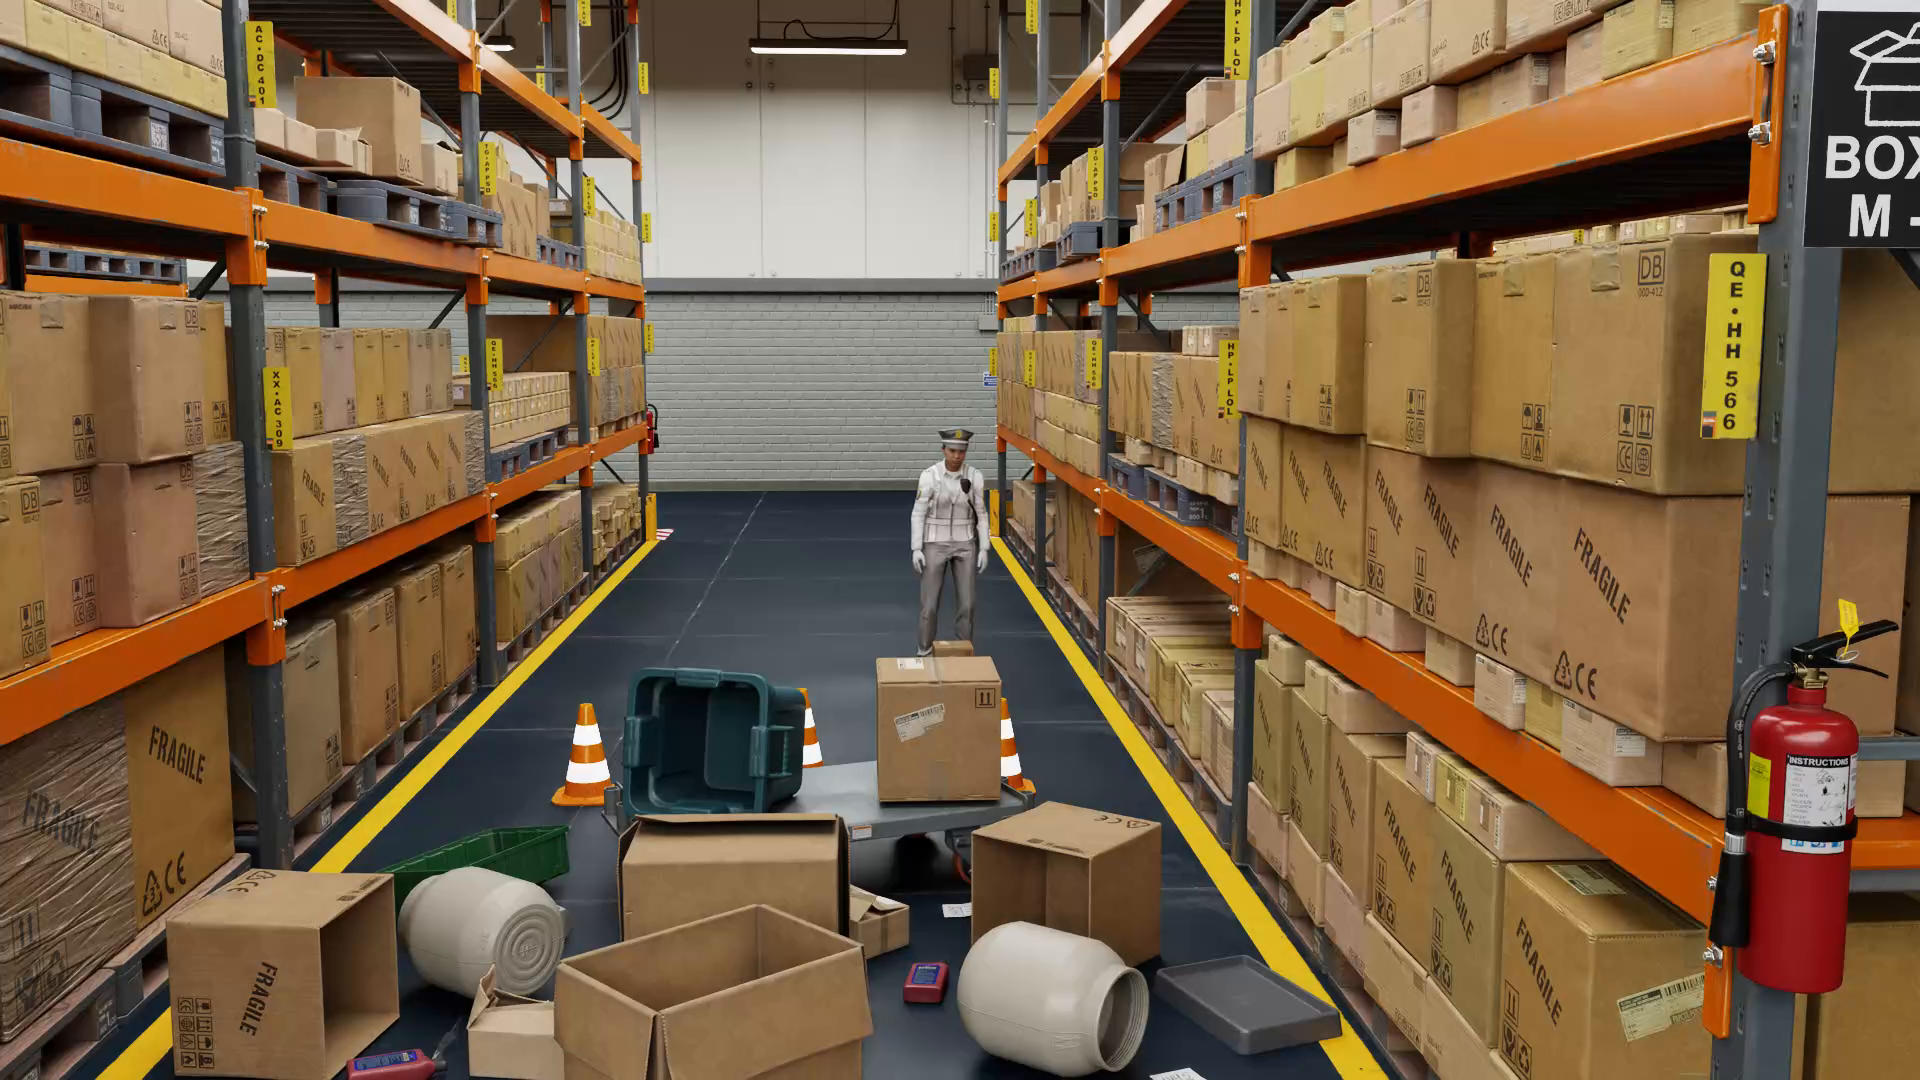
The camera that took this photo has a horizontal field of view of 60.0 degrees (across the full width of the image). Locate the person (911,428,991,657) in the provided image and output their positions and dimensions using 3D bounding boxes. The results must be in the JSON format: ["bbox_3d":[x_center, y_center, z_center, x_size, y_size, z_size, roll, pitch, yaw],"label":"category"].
[{"bbox_3d":[-0.064,0.080,11.090,0.542,1.662,0.375,-1,7,-7],"label":"person"}]
